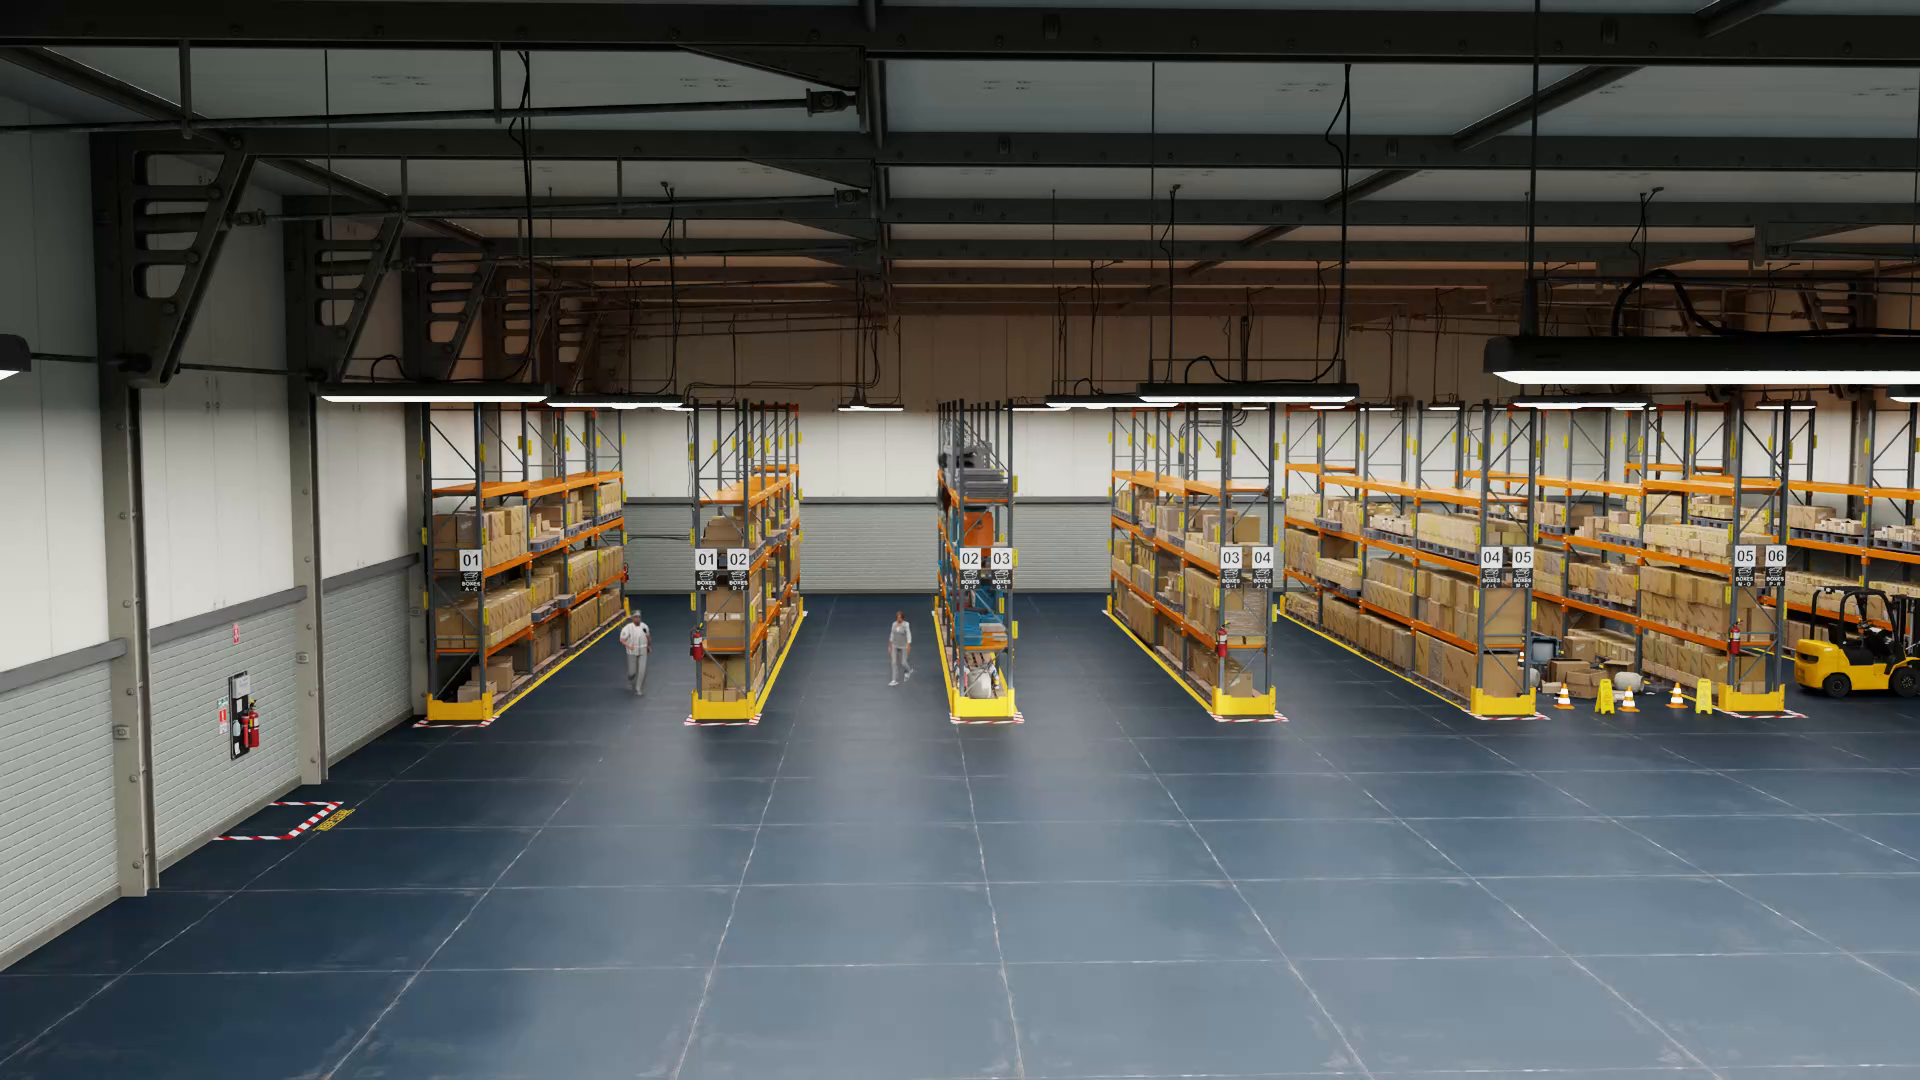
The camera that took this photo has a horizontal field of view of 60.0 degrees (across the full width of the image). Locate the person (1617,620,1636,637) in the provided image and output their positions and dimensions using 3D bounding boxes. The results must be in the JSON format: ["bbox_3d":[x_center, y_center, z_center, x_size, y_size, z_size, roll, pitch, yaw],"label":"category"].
[{"bbox_3d":[16.412,1.732,40.772,0.673,1.841,0.951,0,4,-6],"label":"person"}]

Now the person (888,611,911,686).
[{"bbox_3d":[-1.247,2.261,35.021,0.497,1.567,0.590,2,5,20],"label":"person"}]

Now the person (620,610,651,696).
[{"bbox_3d":[-6.587,2.280,33.872,0.658,1.741,0.680,-2,5,-28],"label":"person"}]

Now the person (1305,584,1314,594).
[{"bbox_3d":[10.356,1.185,48.675,0.666,1.716,0.740,2,5,28],"label":"person"}]
